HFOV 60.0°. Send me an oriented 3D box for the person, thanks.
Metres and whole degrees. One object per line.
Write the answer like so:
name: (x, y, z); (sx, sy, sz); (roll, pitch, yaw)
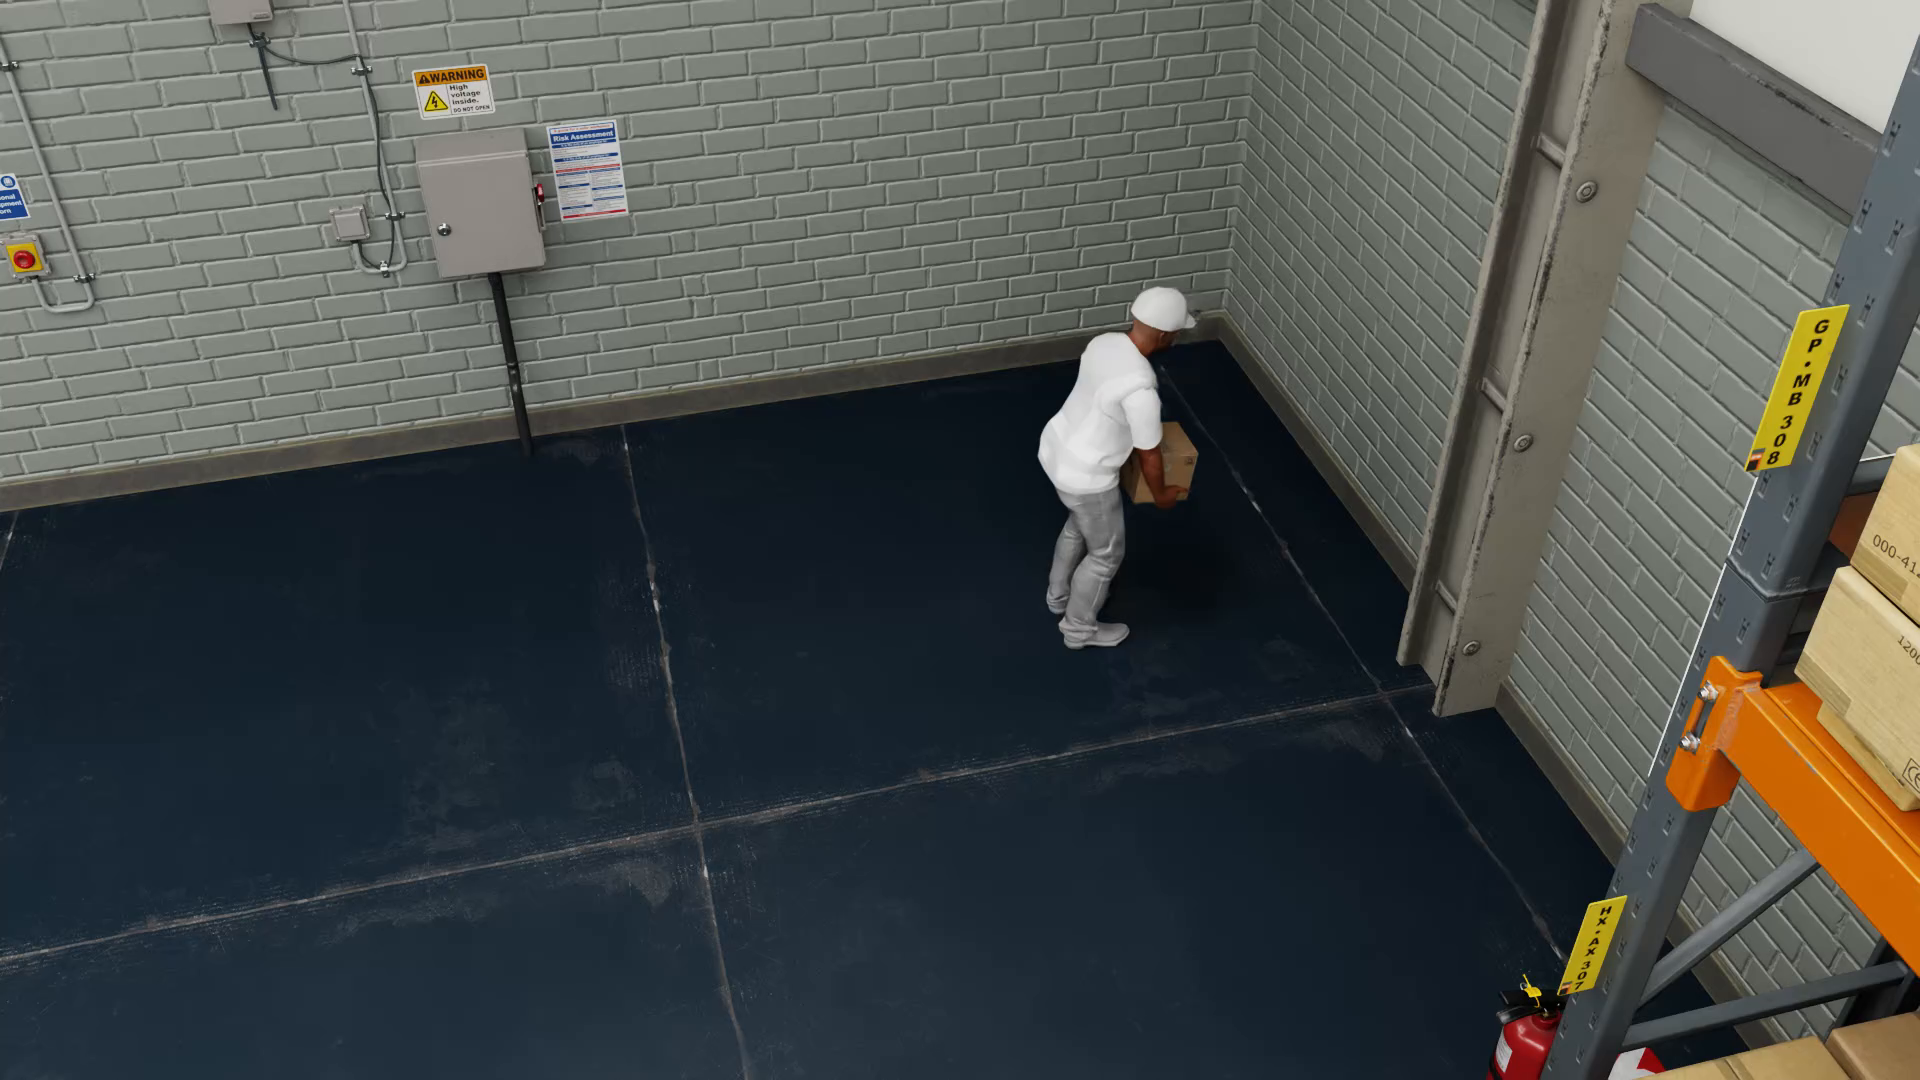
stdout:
person: (0.660, -0.317, 7.159); (0.636, 1.693, 0.488); (-10, 39, -13)
